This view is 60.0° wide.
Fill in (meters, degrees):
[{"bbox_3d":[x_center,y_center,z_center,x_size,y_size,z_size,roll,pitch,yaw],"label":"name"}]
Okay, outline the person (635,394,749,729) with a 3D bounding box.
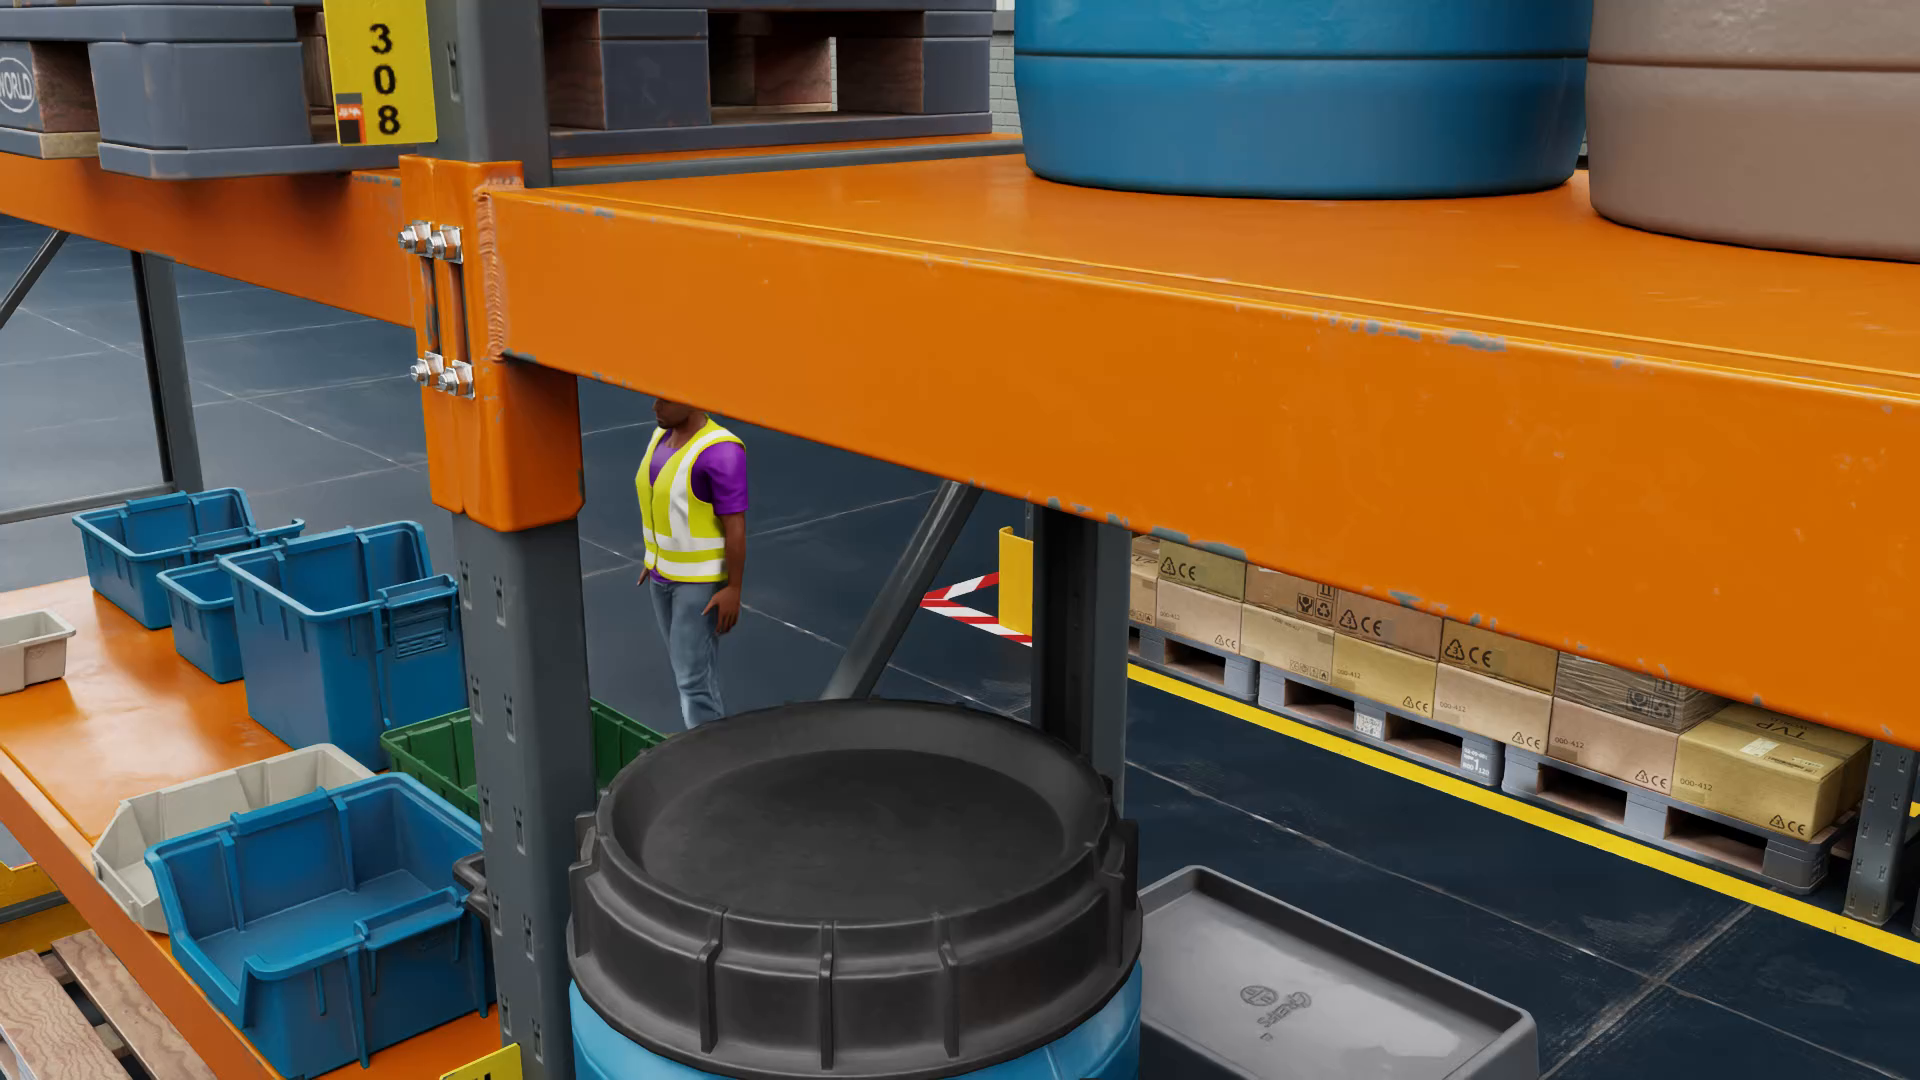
[{"bbox_3d":[-1.112,0.165,6.531,0.462,1.820,0.604,-13,21,-36],"label":"person"}]
